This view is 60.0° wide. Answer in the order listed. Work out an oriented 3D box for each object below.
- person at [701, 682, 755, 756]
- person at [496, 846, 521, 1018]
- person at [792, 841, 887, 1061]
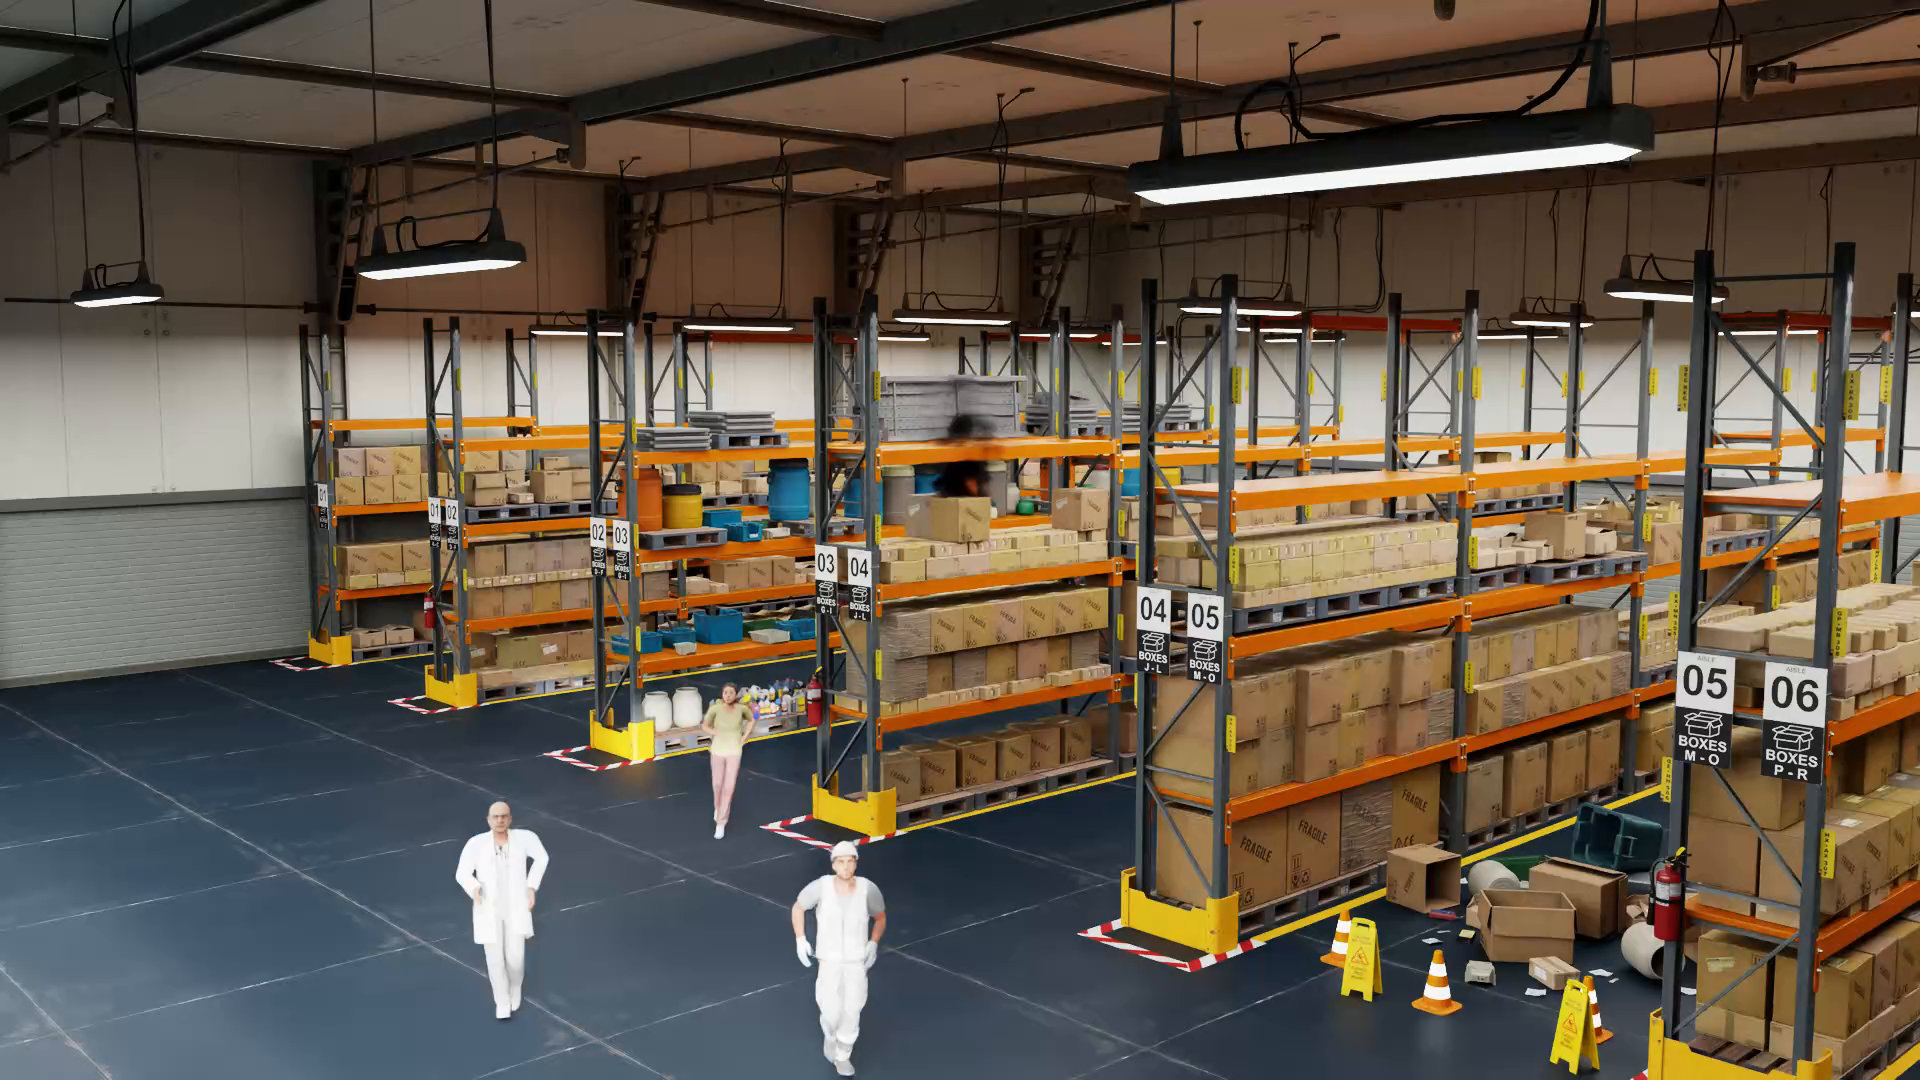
[{"bbox_3d":[-2.620,2.008,18.667,0.585,0.828,0.519,0,6,0],"label":"person"},{"bbox_3d":[-3.647,3.117,13.369,0.188,1.406,0.376,-2,6,-15],"label":"person"},{"bbox_3d":[-0.870,3.048,12.142,0.692,1.694,0.484,-1,6,-7],"label":"person"}]
